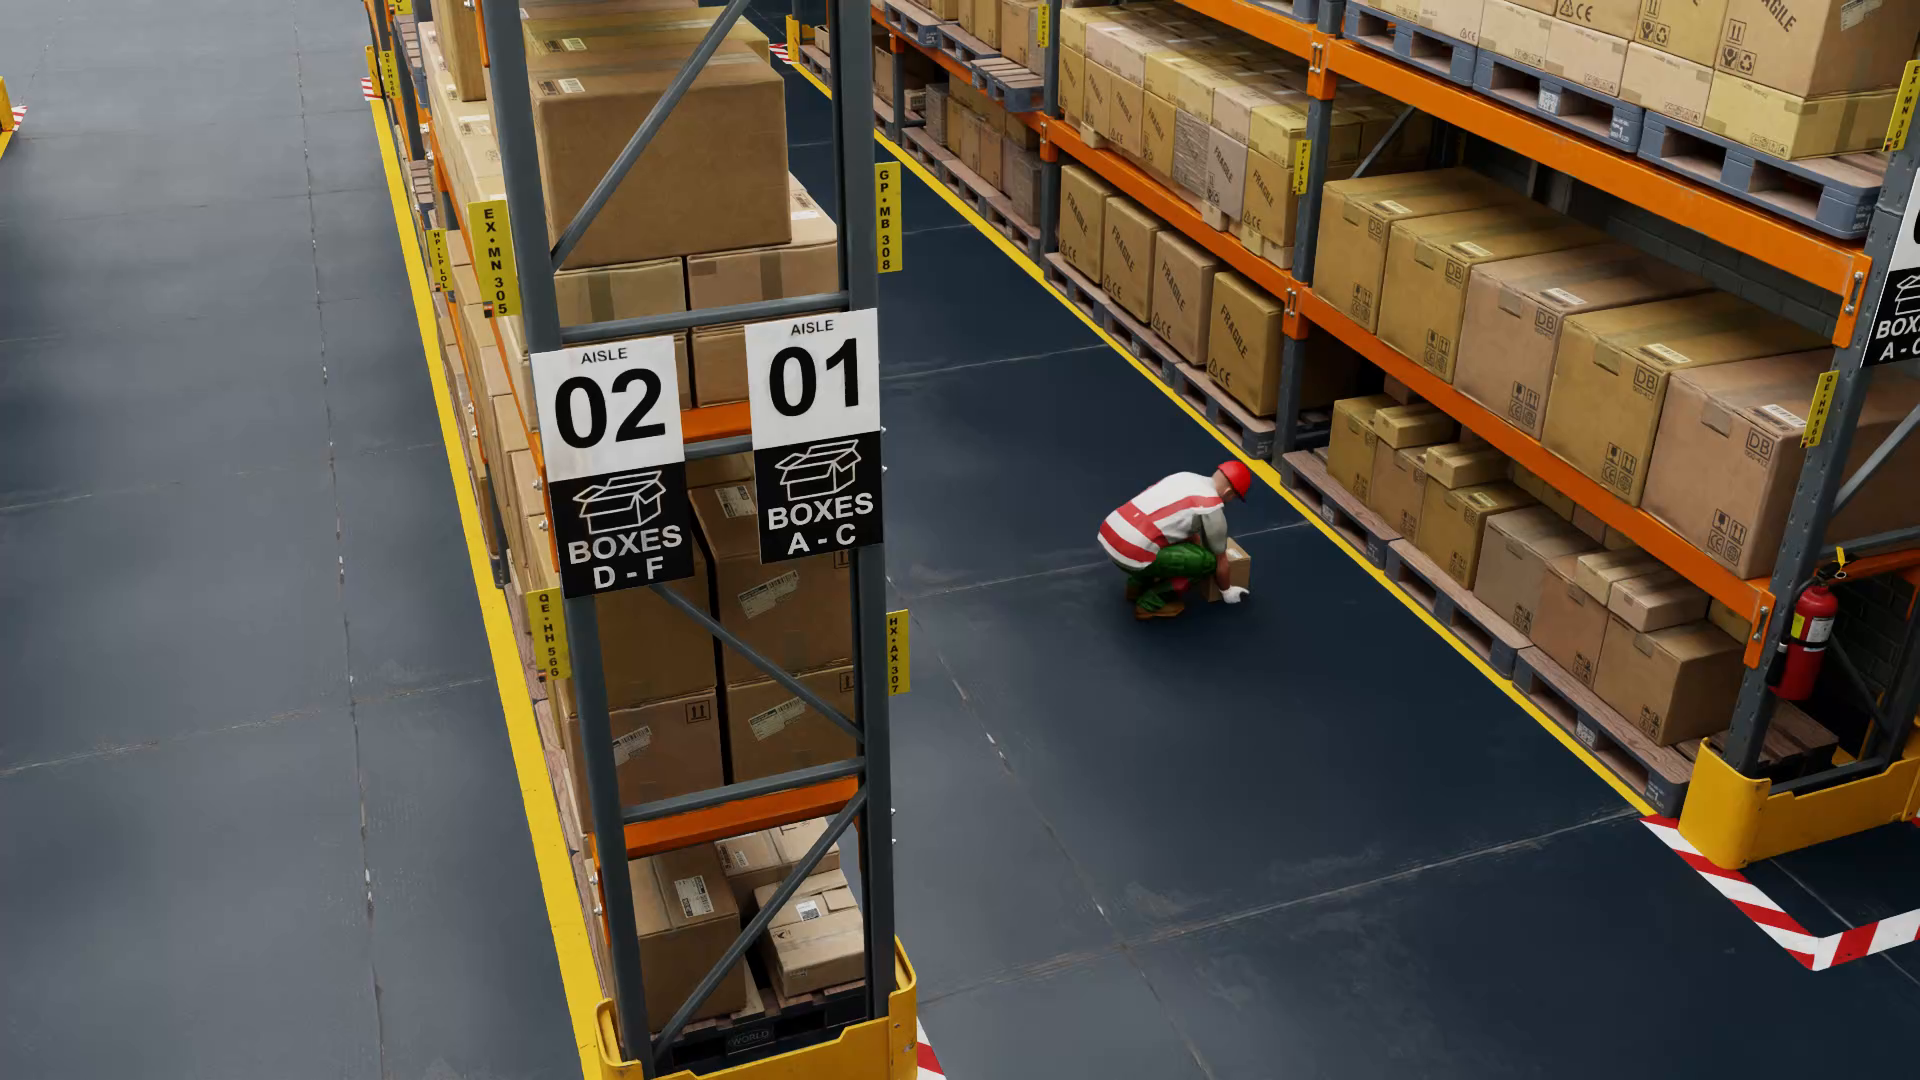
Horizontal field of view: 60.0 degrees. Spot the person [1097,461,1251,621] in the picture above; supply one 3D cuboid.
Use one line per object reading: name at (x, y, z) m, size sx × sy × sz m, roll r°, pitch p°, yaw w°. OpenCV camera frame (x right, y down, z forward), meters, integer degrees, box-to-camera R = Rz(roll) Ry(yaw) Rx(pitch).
person at (1.223, 0.029, 9.383) m, size 0.923 × 0.878 × 0.545 m, roll -11°, pitch 31°, yaw -18°
